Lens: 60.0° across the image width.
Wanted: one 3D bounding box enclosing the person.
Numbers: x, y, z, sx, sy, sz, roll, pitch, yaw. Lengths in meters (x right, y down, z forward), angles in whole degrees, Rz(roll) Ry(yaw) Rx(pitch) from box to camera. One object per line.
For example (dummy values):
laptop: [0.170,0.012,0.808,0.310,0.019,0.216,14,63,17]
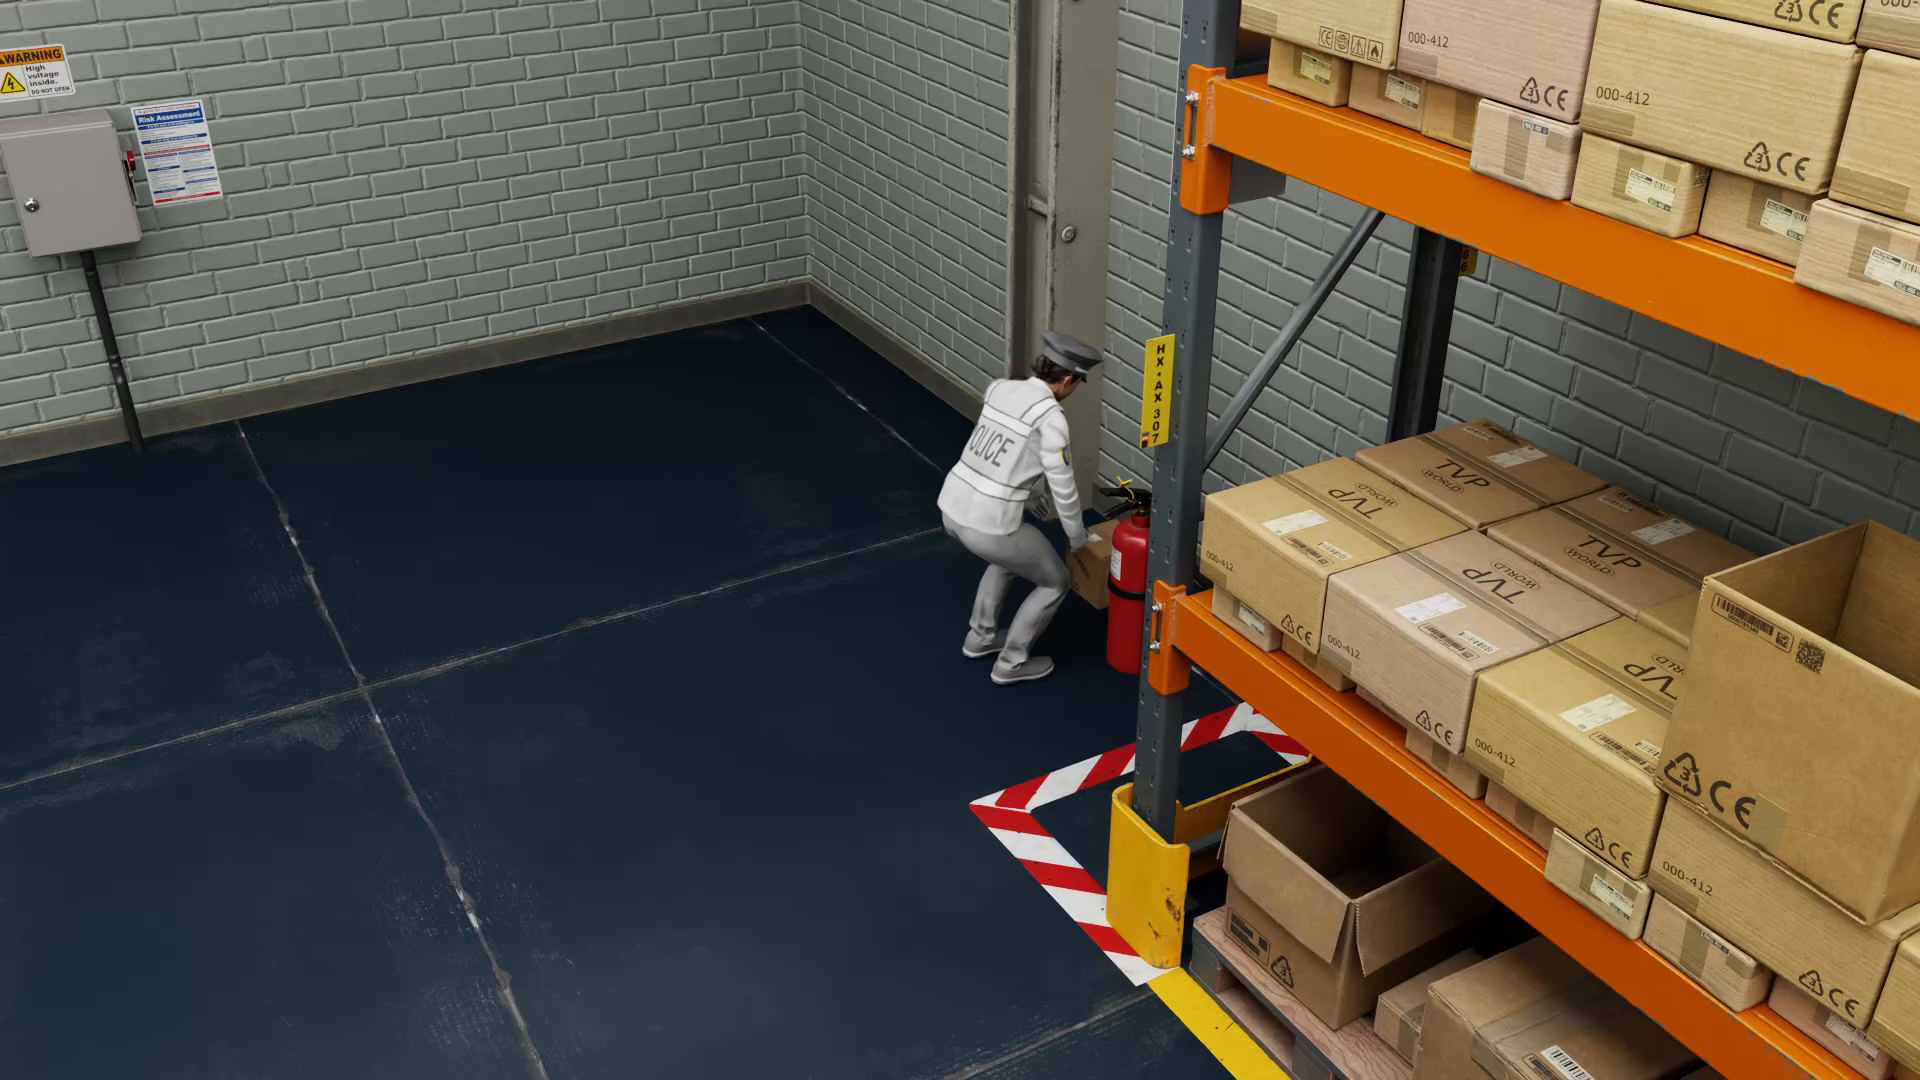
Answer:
person: [0.235,-0.131,6.638,0.691,1.404,0.535,-16,33,-26]
